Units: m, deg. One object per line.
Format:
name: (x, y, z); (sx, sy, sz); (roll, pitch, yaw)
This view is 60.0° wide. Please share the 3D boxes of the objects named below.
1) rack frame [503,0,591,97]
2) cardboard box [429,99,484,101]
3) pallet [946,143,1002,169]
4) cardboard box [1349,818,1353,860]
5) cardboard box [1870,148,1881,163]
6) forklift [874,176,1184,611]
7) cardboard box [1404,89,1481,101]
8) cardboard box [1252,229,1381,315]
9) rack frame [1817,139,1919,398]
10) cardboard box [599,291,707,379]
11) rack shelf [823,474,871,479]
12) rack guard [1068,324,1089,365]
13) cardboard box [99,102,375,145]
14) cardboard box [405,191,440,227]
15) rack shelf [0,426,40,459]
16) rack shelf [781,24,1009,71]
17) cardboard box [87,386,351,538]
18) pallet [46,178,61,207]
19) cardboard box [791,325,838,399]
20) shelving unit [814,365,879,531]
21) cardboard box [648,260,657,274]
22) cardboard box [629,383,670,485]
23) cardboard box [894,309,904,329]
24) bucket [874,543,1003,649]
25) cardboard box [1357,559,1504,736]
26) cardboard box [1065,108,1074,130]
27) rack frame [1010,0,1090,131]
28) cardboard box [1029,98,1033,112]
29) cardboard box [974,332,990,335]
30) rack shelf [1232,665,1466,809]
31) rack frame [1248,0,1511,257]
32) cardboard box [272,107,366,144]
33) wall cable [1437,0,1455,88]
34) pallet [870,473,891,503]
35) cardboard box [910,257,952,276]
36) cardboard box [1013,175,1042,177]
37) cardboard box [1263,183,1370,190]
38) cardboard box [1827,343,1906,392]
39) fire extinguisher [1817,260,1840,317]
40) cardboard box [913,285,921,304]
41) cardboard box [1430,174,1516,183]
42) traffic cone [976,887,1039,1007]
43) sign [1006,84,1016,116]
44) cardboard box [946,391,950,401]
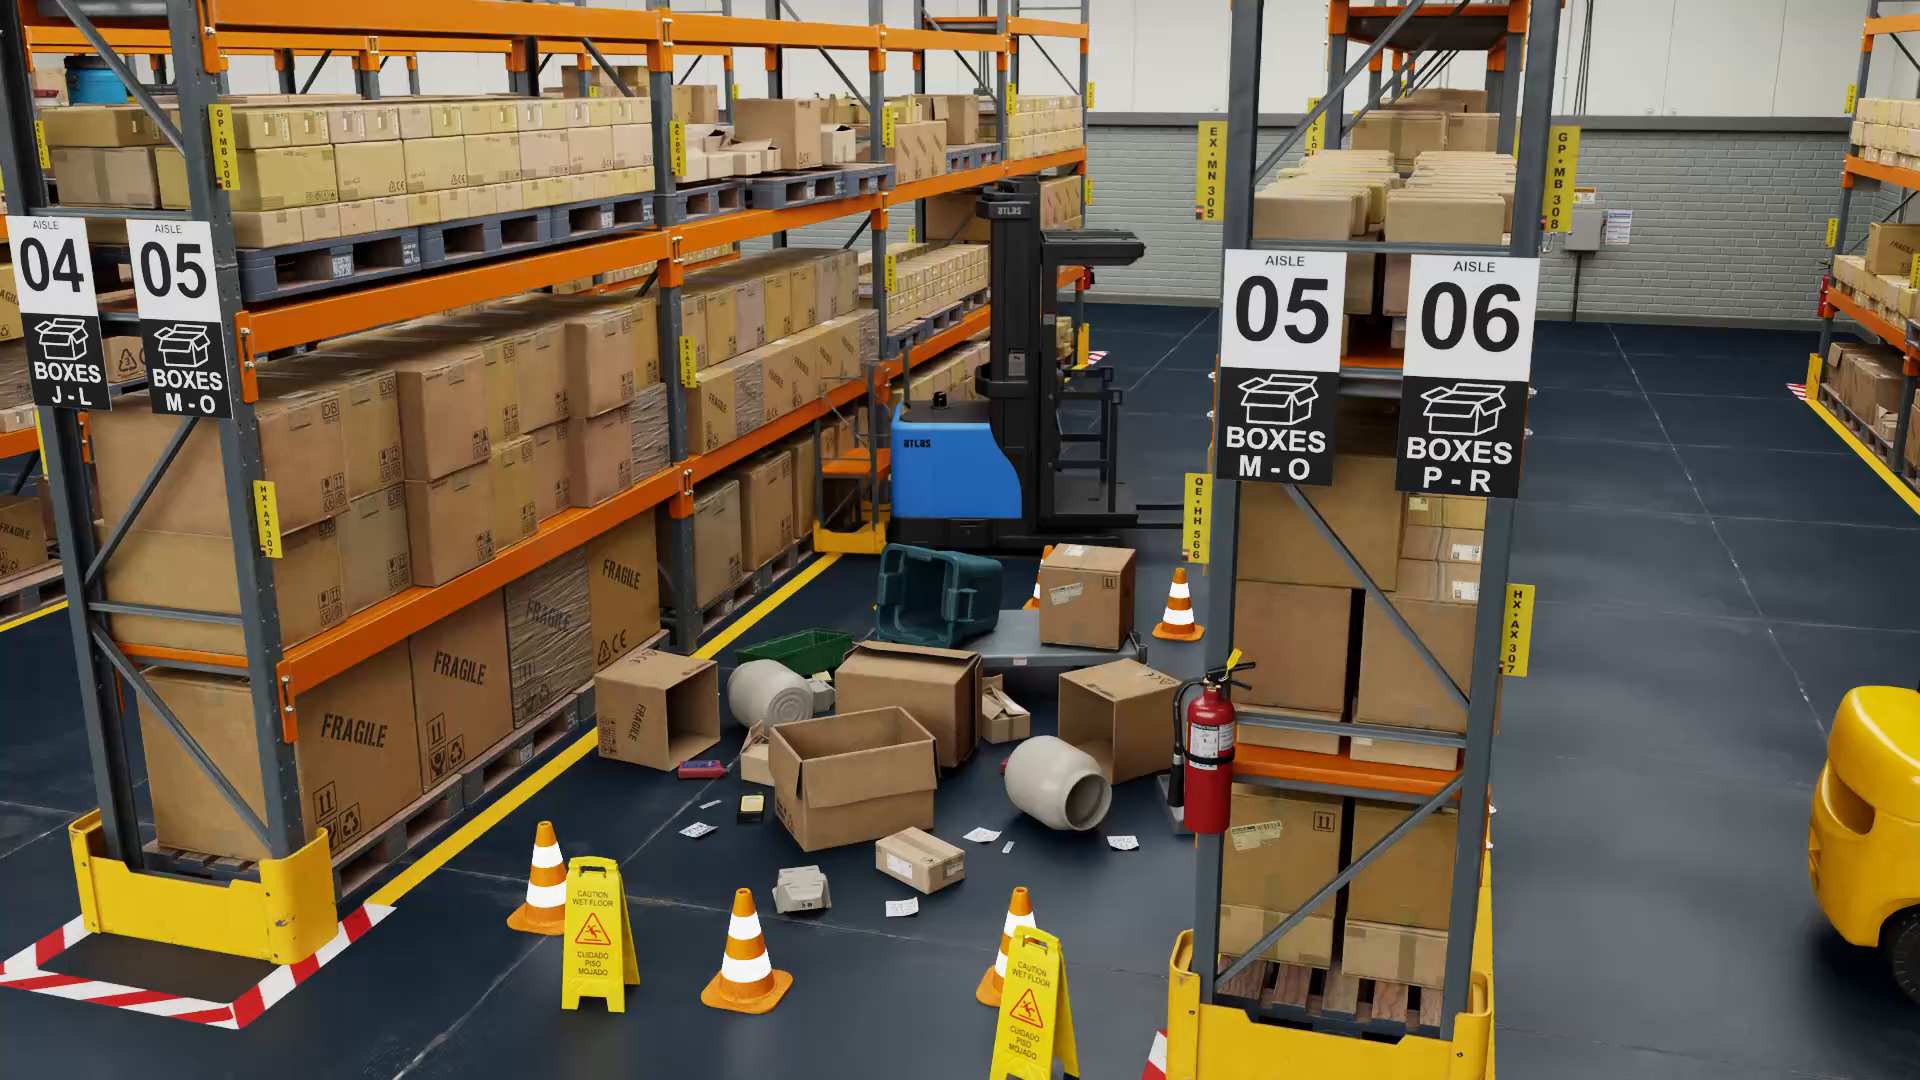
rack frame: (-4.721, -6.112, 18.888); (1.000, 3.000, 0.127); (5, 16, 16)
cardboard box: (-2.912, -2.410, 9.378); (0.380, 0.149, 0.250); (4, 16, 15)
pallet: (3.324, -2.576, 12.170); (11.154, 0.261, 9.239); (5, 16, 16)
cardboard box: (1.640, 1.298, 8.026); (0.500, 0.250, 0.500); (4, 16, 14)
cardboard box: (9.988, -4.115, 17.802); (0.380, 0.149, 0.250); (5, 16, 16)
forklift: (0.915, -1.219, 12.755); (3.086, 2.935, 2.622); (0, 16, 1)
cardboard box: (5.133, -4.556, 17.756); (0.797, 0.503, 0.637); (6, 17, 20)
cardboard box: (1.258, -0.987, 6.045); (0.500, 0.250, 0.500); (4, 16, 15)
rack frame: (10.678, -3.120, 19.334); (1.000, 3.000, 0.127); (5, 16, 16)
cardboard box: (-2.132, -1.382, 11.188); (0.700, 0.500, 0.500); (4, 16, 15)
rack shelf: (-0.776, -0.612, 13.600); (0.416, 0.036, 0.922); (2, 14, 13)
rack guard: (1.121, -2.639, 22.218); (1.175, 0.500, 0.348); (5, 16, 16)
cardboard box: (-3.381, -1.978, 7.857); (0.388, 0.149, 1.526); (5, 17, 16)
cardboard box: (-2.713, -1.577, 7.903); (0.380, 0.149, 0.250); (5, 16, 16)
rack shelf: (-7.563, -0.264, 10.581); (1.077, 0.370, 4.000); (5, 16, 16)
rack shelf: (-0.562, -4.640, 15.747); (1.077, 0.370, 4.000); (5, 16, 16)
cardboard box: (-3.262, -0.361, 7.353); (0.875, 0.550, 0.550); (5, 16, 16)
pallet: (-6.717, -2.639, 12.485); (1.213, 0.211, 1.003); (5, 16, 16)
cardboard box: (-1.286, -1.417, 13.145); (0.500, 0.500, 0.500); (4, 16, 15)
shelving unit: (-0.786, -0.745, 13.535); (0.500, 1.500, 0.985); (2, 14, 13)
cardboard box: (-4.023, -3.431, 20.888); (0.380, 0.149, 0.250); (4, 16, 15)
cardboard box: (-2.361, -0.697, 10.515); (0.875, 0.550, 0.550); (5, 16, 16)
cardboard box: (-0.734, -2.021, 15.150); (0.380, 0.149, 0.250); (5, 17, 19)
bucket: (-0.096, 0.336, 10.362); (0.726, 0.611, 0.620); (11, 9, 35)
cardboard box: (1.771, 0.388, 6.236); (0.500, 0.500, 0.500); (4, 16, 15)
cardboard box: (1.112, -5.199, 20.524); (0.500, 0.250, 0.500); (4, 16, 14)
rack frame: (1.143, -6.748, 21.129); (1.000, 3.000, 0.127); (5, 16, 16)
cardboard box: (0.619, -4.948, 18.909); (0.380, 0.149, 0.250); (4, 16, 14)
cardboard box: (0.333, -2.449, 20.330); (0.380, 0.149, 0.250); (5, 16, 16)
rack shelf: (1.939, 0.410, 7.845); (0.919, 0.124, 3.809); (5, 16, 16)
rack frame: (1.374, -2.204, 5.109); (0.949, 2.616, 0.053); (5, 16, 16)
cardboard box: (-2.860, -1.827, 7.322); (0.380, 0.149, 0.250); (4, 16, 15)
wall cable: (7.264, -7.900, 25.192); (0.463, 3.000, 0.029); (5, 16, 16)
pallet: (-0.907, -0.632, 15.669); (1.003, 0.211, 1.213); (5, 16, 16)
cardboard box: (-0.292, -2.722, 16.528); (0.380, 0.149, 0.250); (4, 16, 13)
cardboard box: (0.761, -4.437, 21.415); (0.500, 0.500, 0.500); (5, 16, 16)
cardboard box: (1.349, -1.268, 6.306); (0.380, 0.149, 0.250); (4, 16, 15)
cardboard box: (10.413, -1.969, 19.079); (0.797, 0.503, 0.637); (4, 16, 14)
fire extinguisher: (10.276, -2.978, 19.657); (0.296, 0.674, 0.183); (5, 16, 16)
cardboard box: (-0.582, -2.311, 15.626); (0.380, 0.149, 0.250); (5, 17, 16)
cardboard box: (2.128, -1.423, 6.852); (0.380, 0.149, 0.250); (5, 17, 17)
traffic cone: (0.256, 1.690, 7.024); (0.336, 0.463, 0.334); (5, 16, 16)
sign: (0.539, -4.654, 17.576); (0.100, 0.325, 0.005); (5, 16, 16)
cardboard box: (-0.404, -1.200, 16.374); (0.500, 0.500, 0.500); (4, 16, 14)
